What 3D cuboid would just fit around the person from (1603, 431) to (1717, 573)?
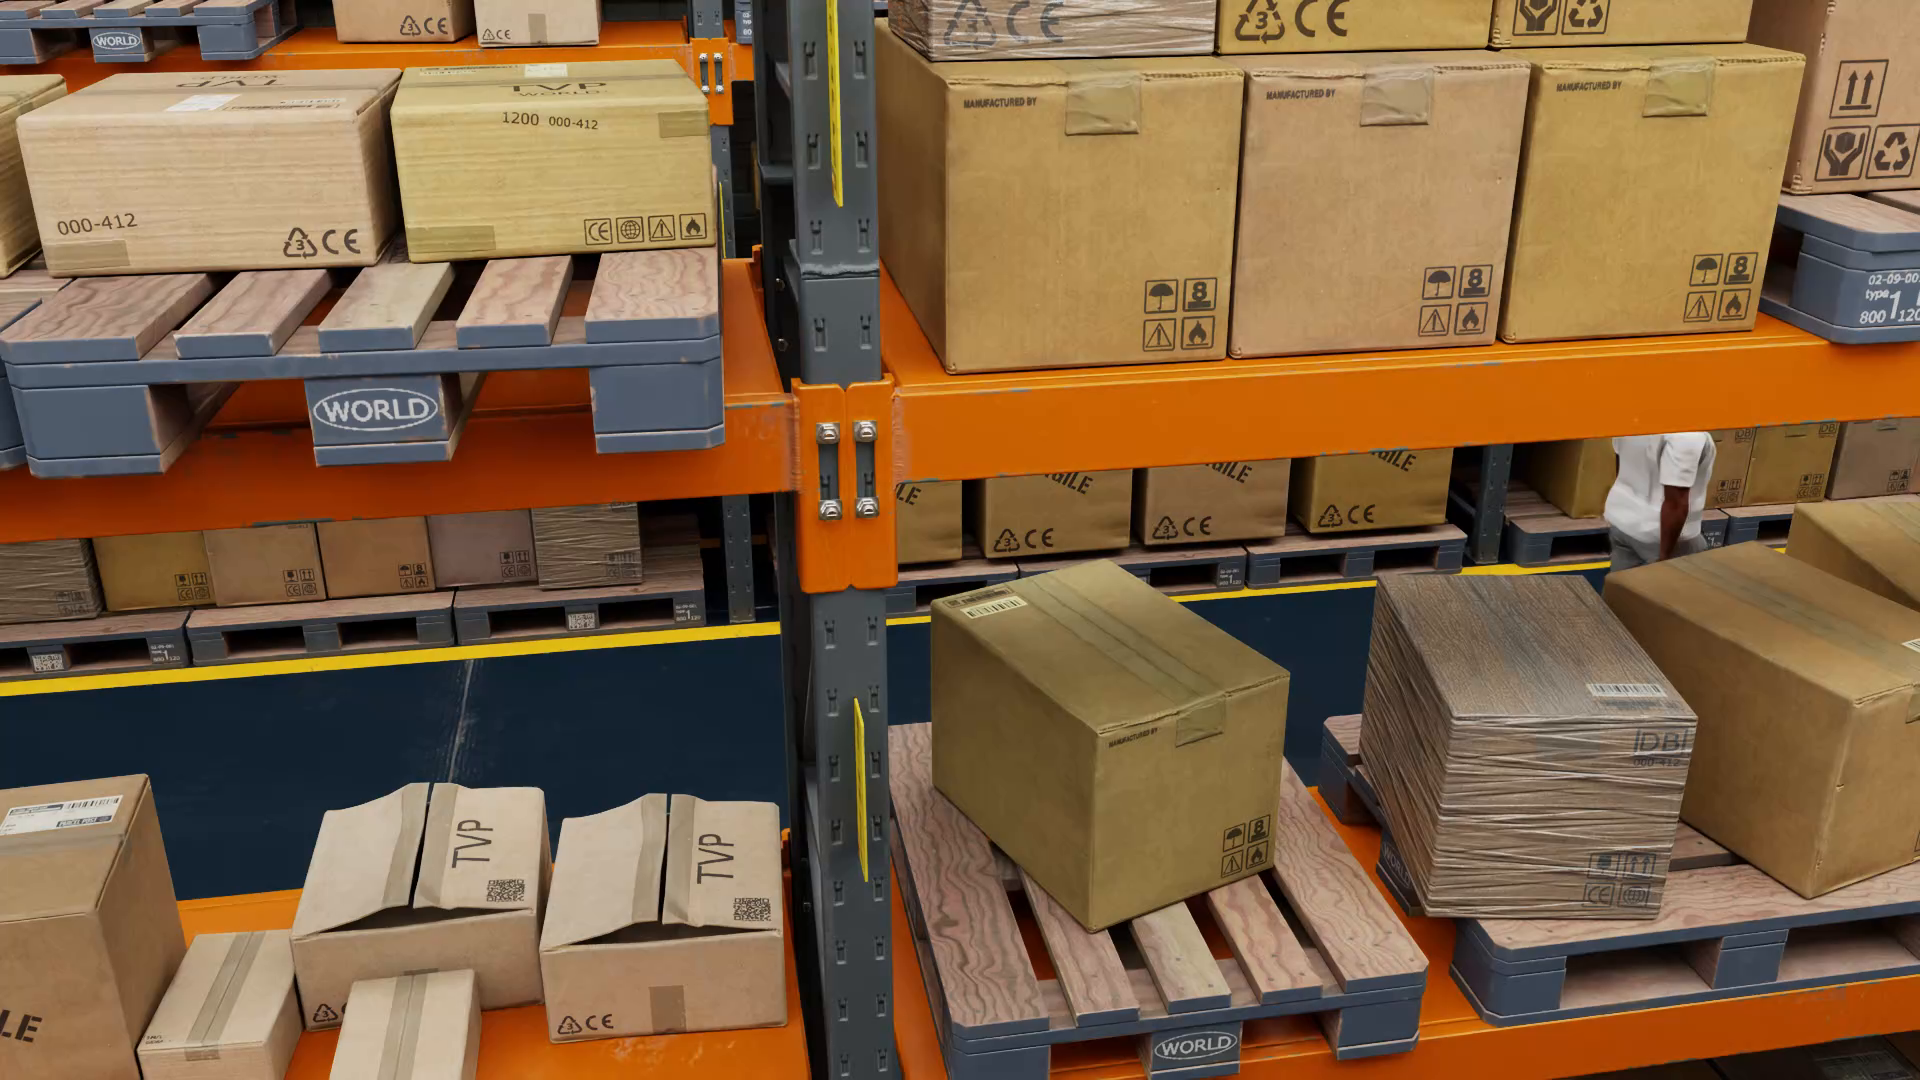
[{"bbox_3d":[3.010,-0.039,7.153,0.483,1.804,0.566,-6,24,-15],"label":"person"}]
